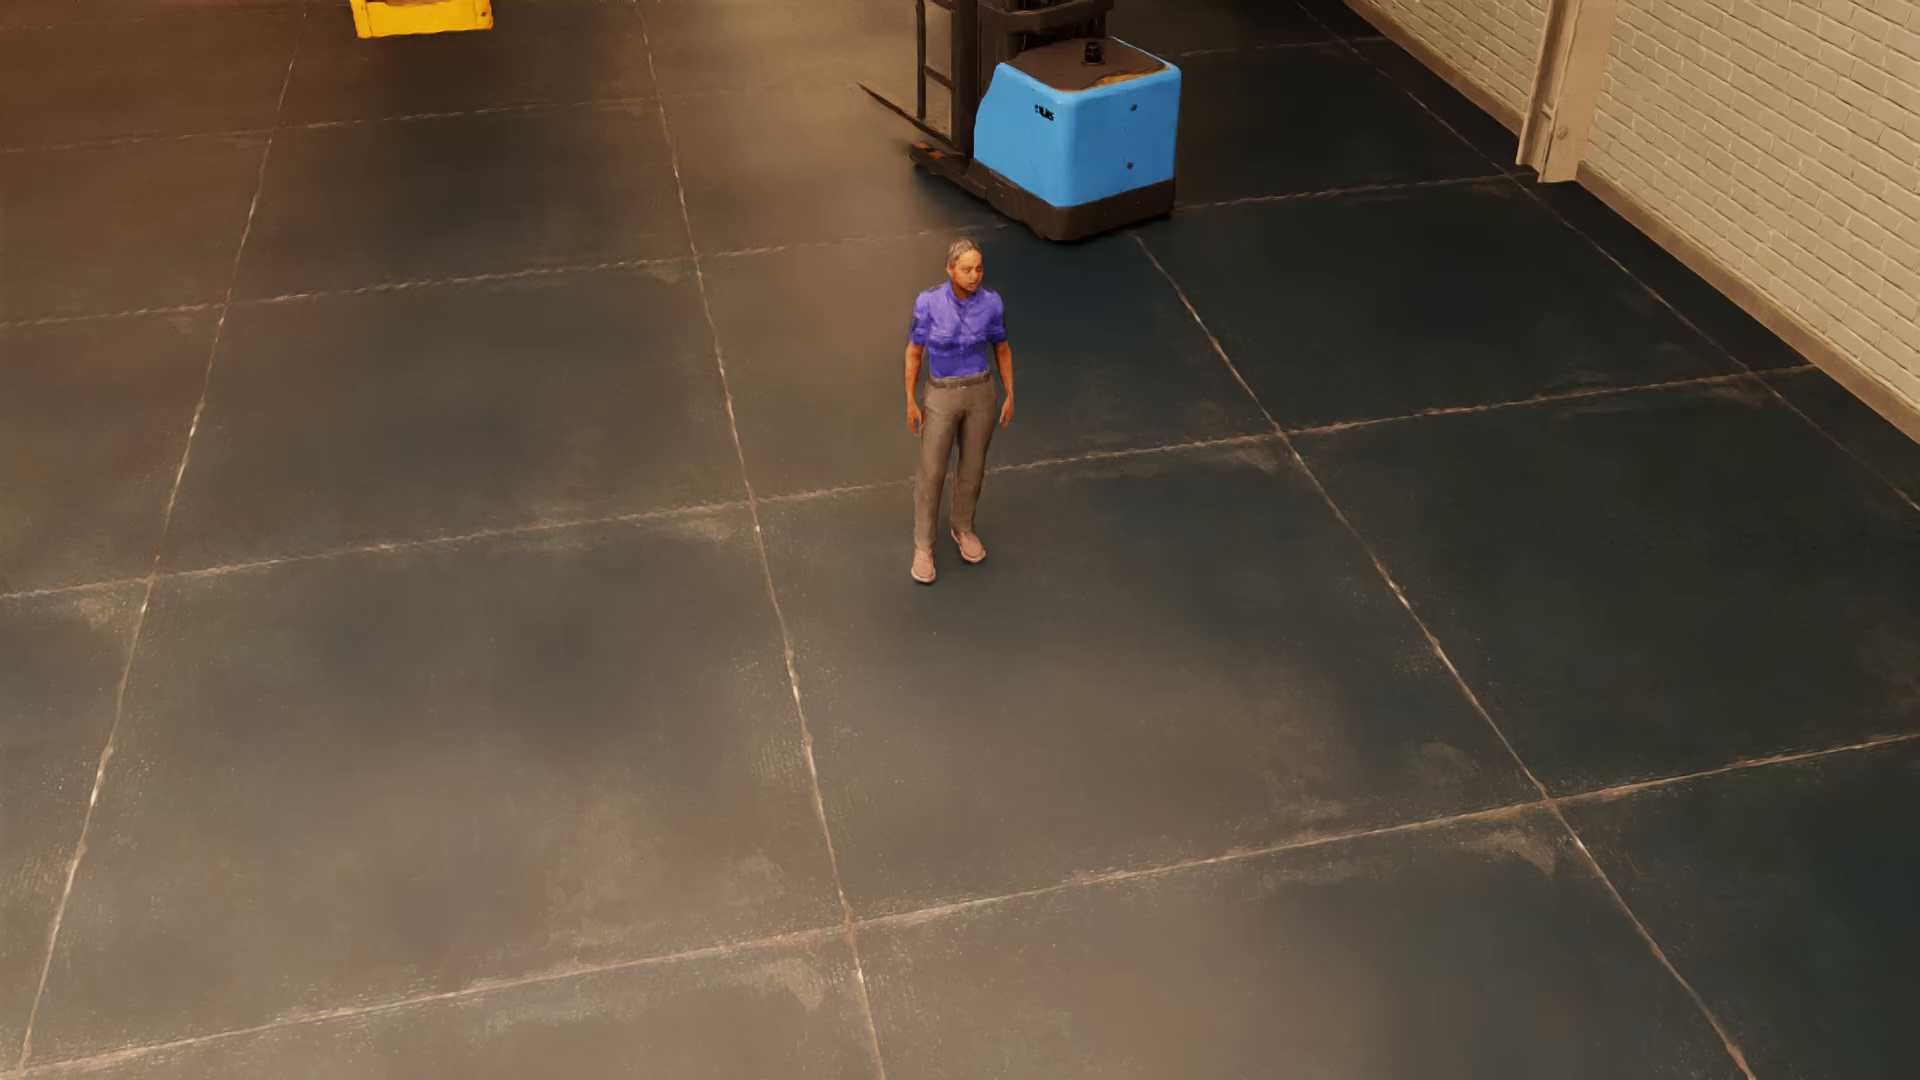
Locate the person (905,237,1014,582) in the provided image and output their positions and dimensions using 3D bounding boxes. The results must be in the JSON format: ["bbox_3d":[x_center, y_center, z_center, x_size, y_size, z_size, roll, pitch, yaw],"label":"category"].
[{"bbox_3d":[0.001,-0.625,7.999,0.570,1.654,0.503,-8,36,-11],"label":"person"}]

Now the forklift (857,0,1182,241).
[{"bbox_3d":[0.280,-4.034,11.656,1.130,2.935,3.031,-21,41,-26],"label":"forklift"}]
